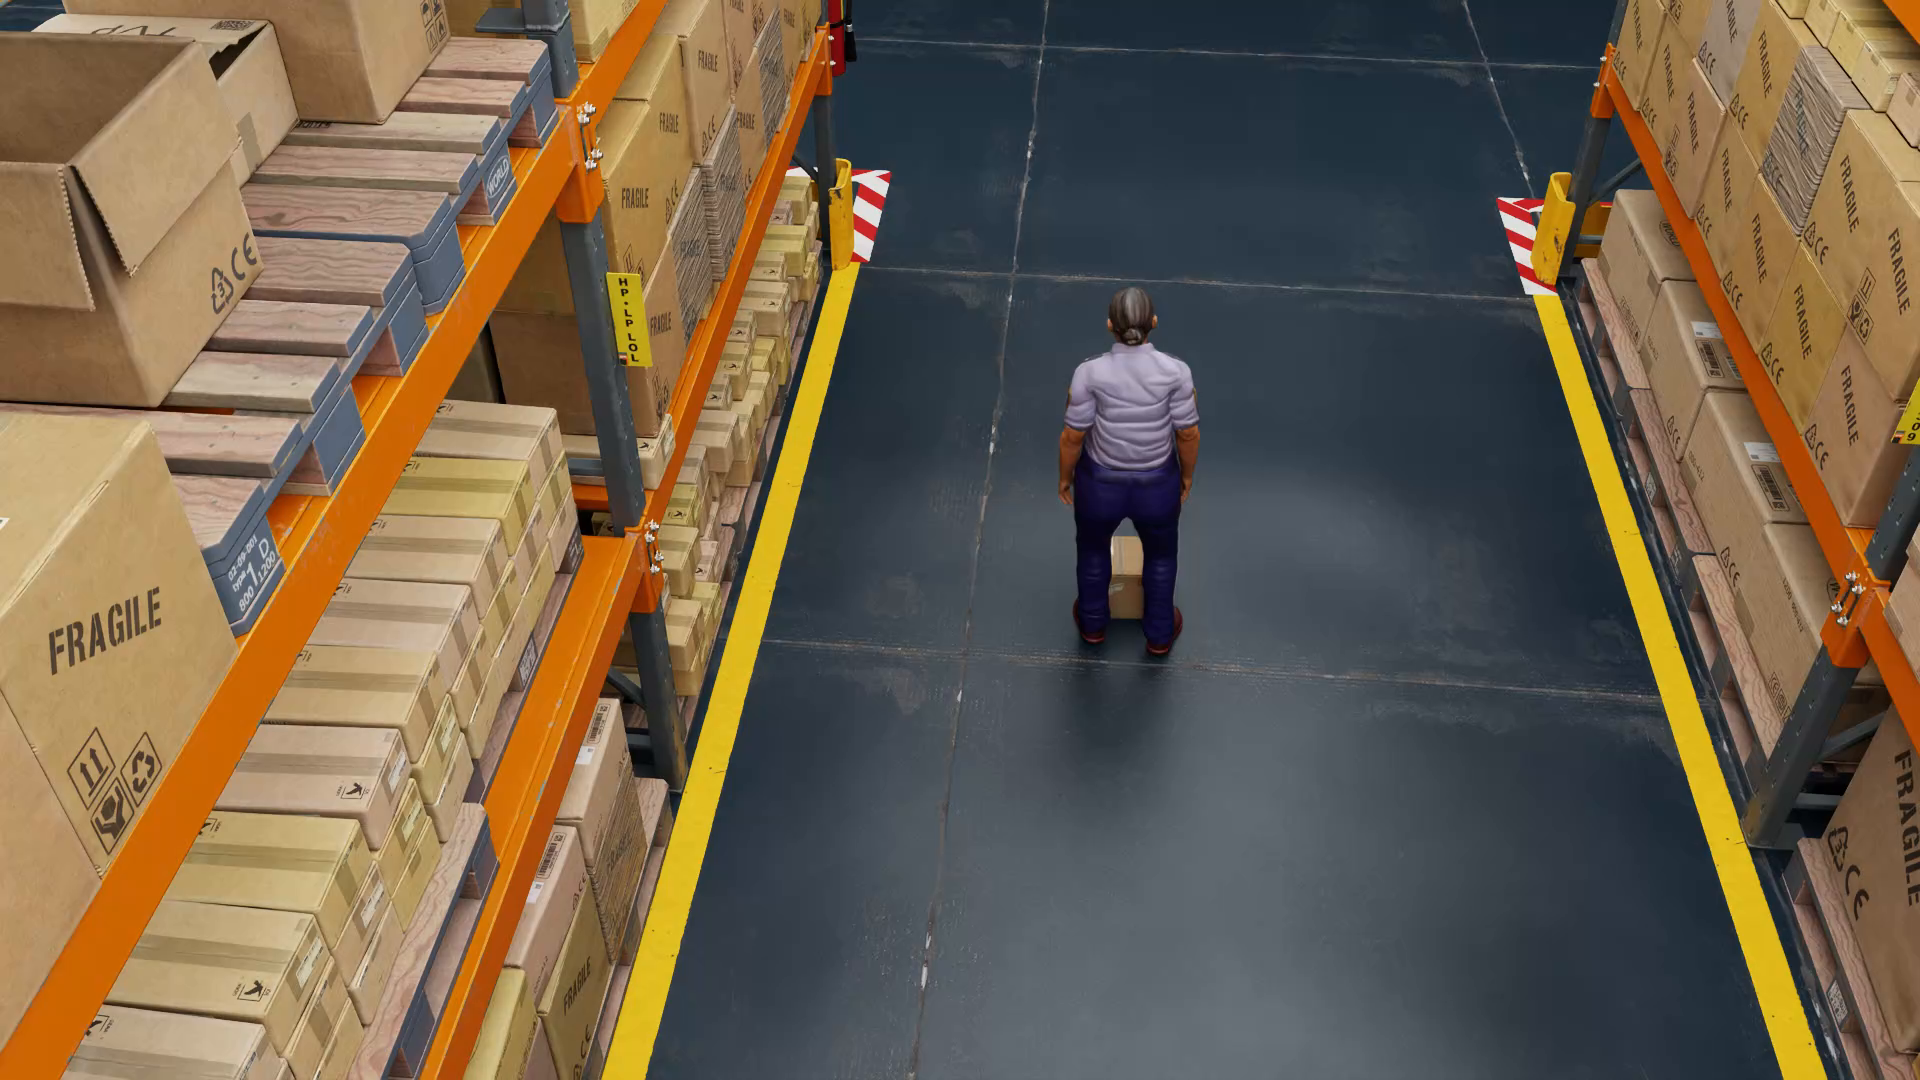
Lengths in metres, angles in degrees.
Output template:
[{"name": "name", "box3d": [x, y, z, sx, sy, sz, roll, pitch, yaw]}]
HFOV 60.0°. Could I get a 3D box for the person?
[{"name": "person", "box3d": [0.657, -0.238, 6.447, 0.562, 1.647, 0.426, 1, 40, 1]}]
